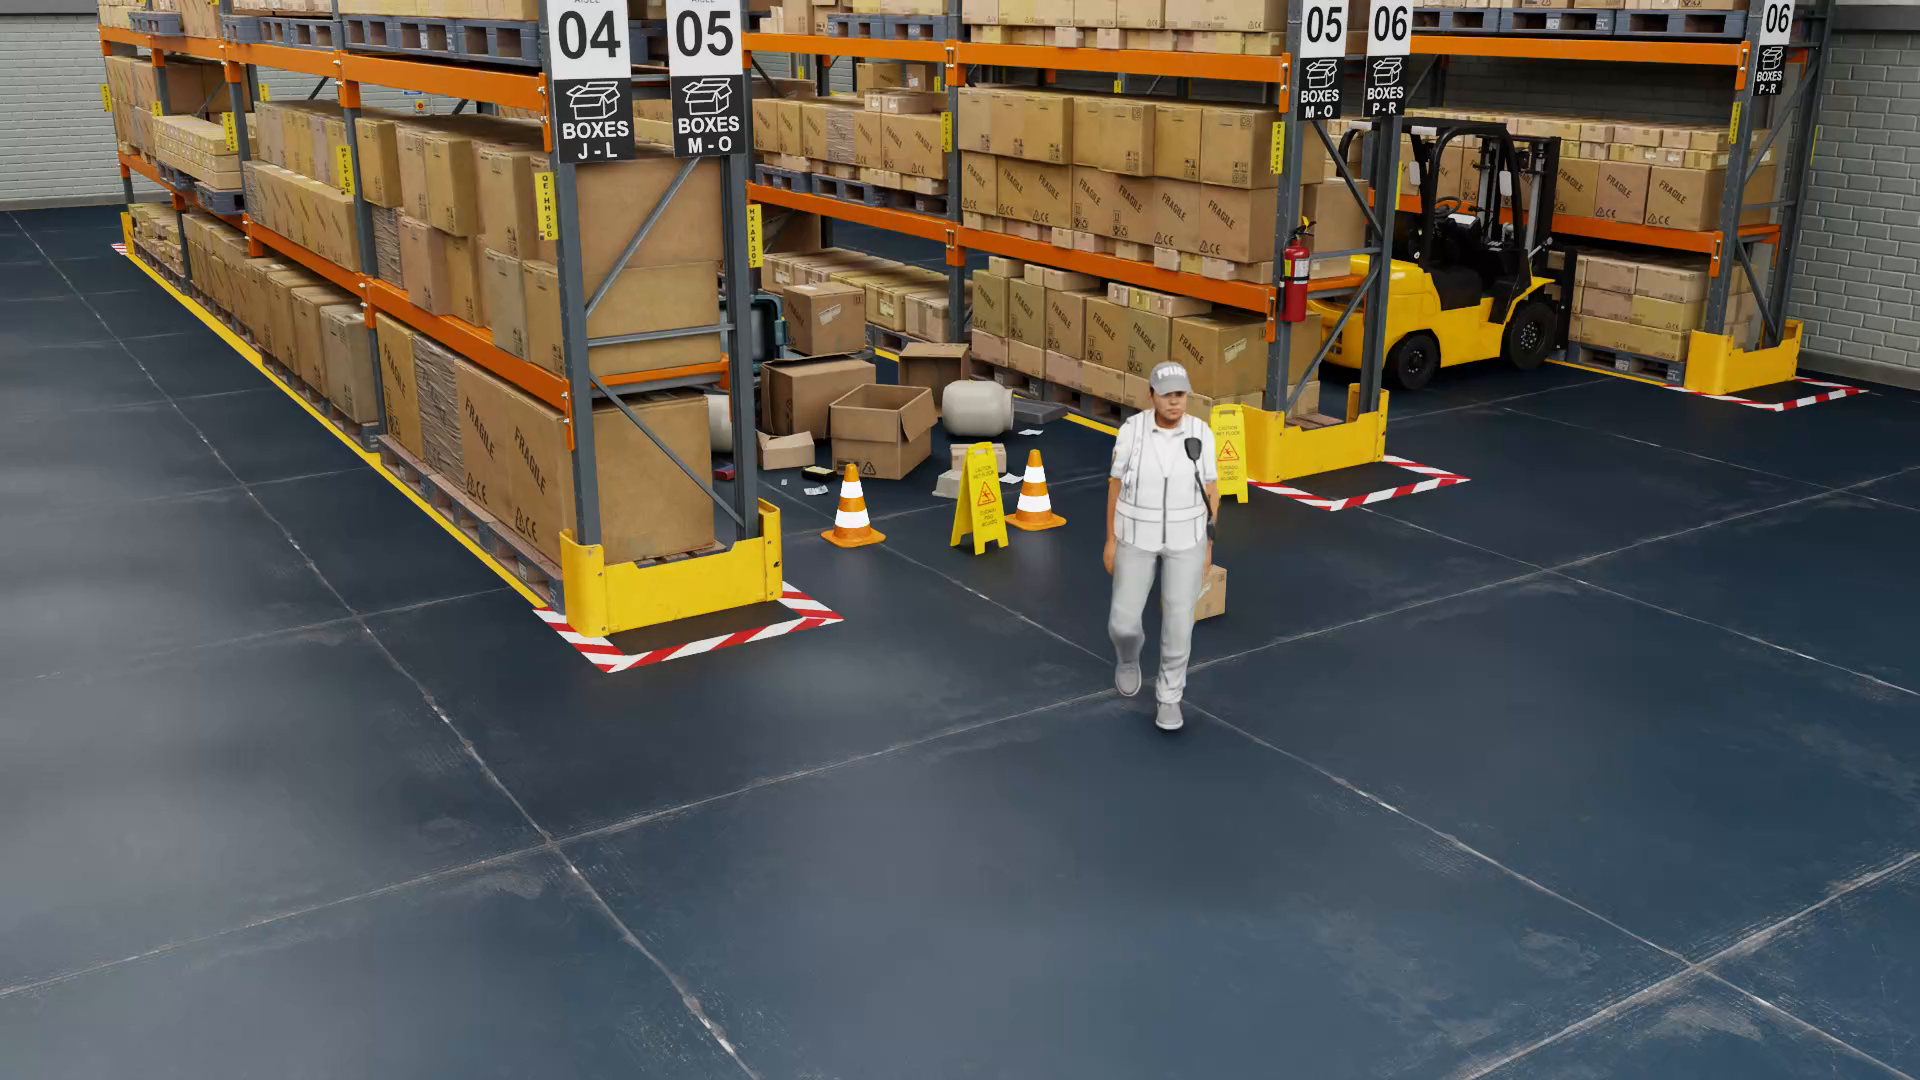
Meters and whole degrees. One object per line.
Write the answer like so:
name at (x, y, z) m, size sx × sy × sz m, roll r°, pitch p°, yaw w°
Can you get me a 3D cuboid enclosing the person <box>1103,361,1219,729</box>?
person at (0.897, 0.003, 7.462) m, size 0.502 × 1.652 × 0.498 m, roll 1°, pitch 18°, yaw 3°
